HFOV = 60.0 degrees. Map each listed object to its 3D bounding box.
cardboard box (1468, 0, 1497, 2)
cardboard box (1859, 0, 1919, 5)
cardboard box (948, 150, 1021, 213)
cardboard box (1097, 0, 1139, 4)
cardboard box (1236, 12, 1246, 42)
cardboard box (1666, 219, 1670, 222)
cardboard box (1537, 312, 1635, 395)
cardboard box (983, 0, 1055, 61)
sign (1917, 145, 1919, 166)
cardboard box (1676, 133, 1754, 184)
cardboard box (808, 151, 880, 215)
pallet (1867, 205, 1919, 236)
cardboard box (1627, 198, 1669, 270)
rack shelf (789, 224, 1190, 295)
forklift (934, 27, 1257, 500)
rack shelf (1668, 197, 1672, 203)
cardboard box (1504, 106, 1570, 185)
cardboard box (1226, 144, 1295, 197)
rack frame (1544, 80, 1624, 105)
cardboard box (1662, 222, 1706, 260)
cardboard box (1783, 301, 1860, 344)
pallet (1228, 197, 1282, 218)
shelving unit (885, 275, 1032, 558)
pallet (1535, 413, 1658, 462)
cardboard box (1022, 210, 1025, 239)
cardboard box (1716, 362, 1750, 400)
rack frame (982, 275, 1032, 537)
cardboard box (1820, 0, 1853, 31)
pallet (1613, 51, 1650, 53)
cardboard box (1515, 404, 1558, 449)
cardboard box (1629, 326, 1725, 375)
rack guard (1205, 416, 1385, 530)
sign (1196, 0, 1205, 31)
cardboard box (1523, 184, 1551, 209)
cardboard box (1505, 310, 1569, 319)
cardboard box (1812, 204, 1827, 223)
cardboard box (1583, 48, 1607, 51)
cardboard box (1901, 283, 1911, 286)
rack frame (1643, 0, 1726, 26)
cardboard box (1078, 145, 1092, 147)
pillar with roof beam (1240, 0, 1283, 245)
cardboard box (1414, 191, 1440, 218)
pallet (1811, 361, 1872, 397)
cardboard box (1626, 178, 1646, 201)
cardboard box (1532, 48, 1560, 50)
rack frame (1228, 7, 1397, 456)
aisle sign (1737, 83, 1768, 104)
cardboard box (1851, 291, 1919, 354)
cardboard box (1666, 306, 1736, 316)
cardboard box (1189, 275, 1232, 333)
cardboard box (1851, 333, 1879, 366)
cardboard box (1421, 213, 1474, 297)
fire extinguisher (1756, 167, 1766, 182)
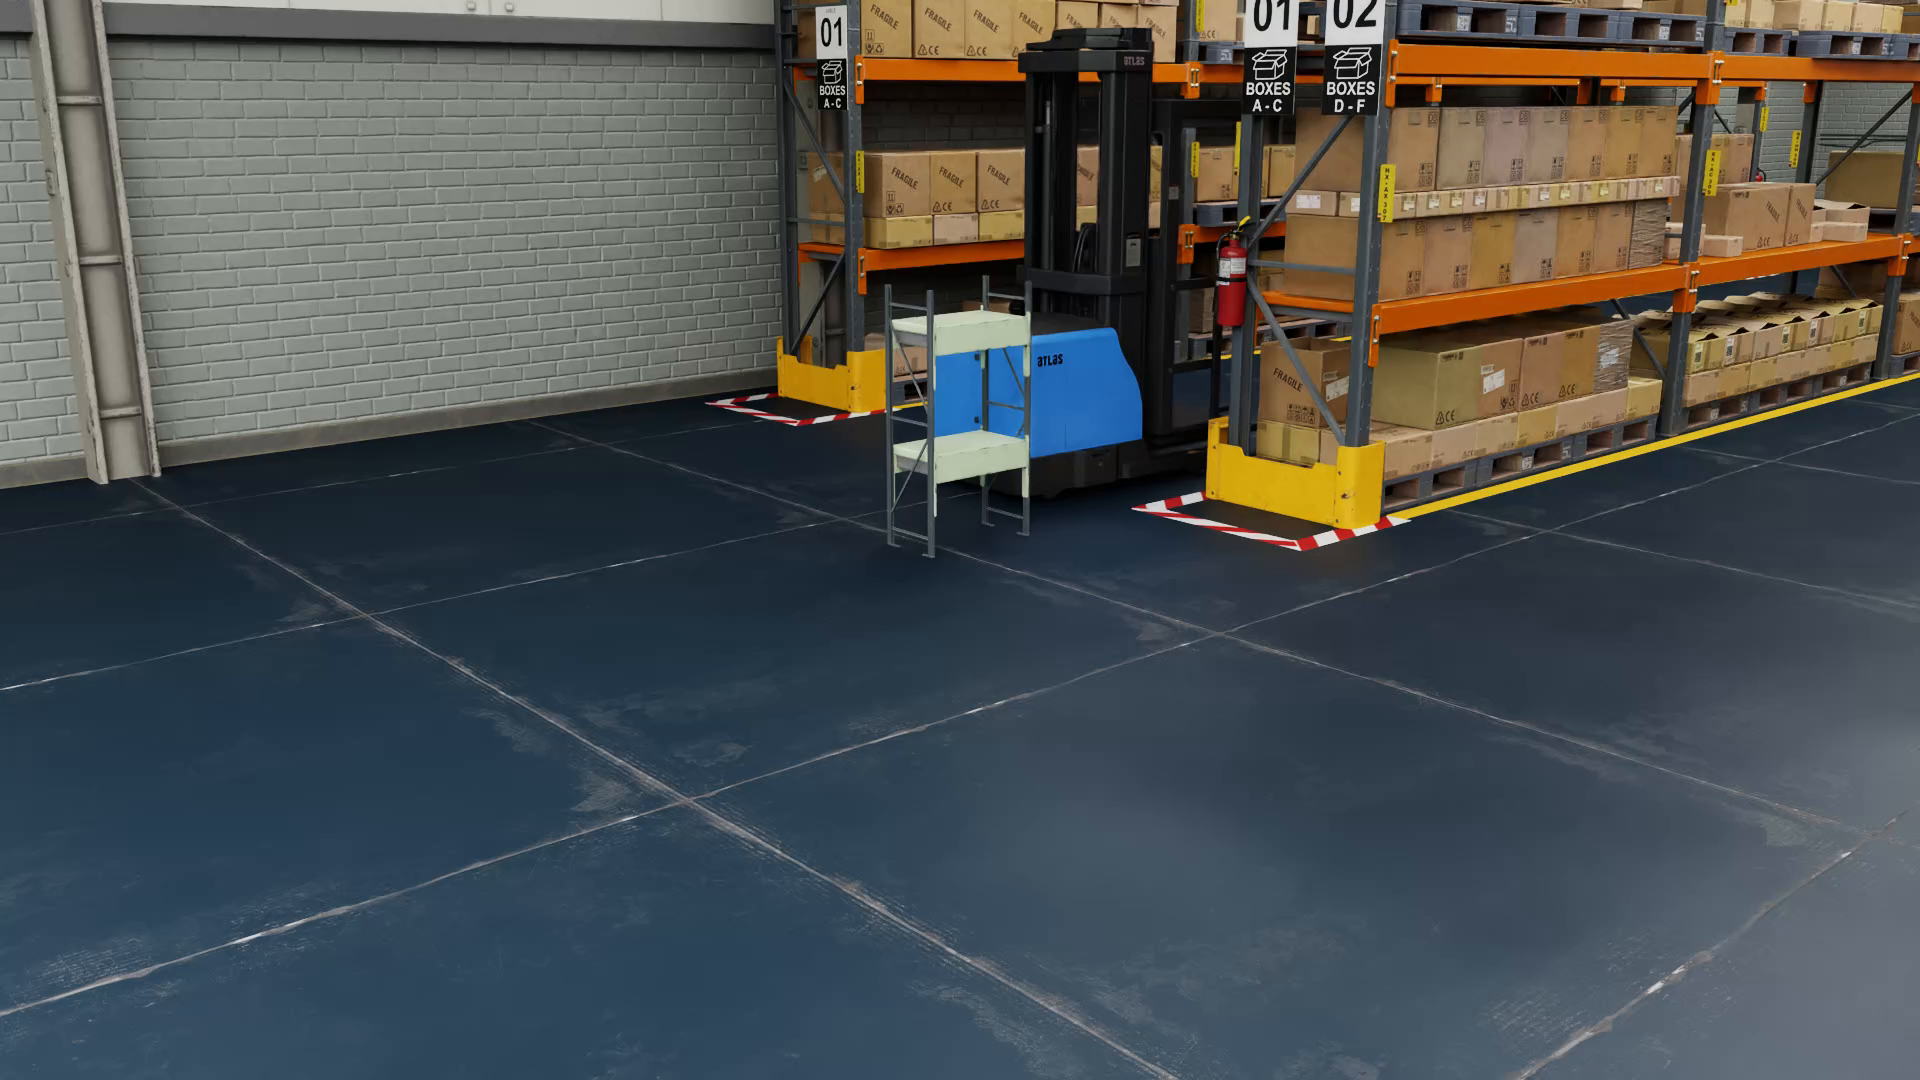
[{"bbox_3d":[3.104,-3.415,10.313,0.250,0.149,0.380,-13,19,-39],"label":"cardboard box"},{"bbox_3d":[8.469,-5.061,14.939,0.500,0.500,0.500,-13,19,-39],"label":"cardboard box"},{"bbox_3d":[0.177,-3.106,14.363,0.500,0.500,0.500,-13,20,-41],"label":"cardboard box"},{"bbox_3d":[1.255,-5.051,14.863,0.500,0.500,0.500,-11,19,-36],"label":"cardboard box"},{"bbox_3d":[2.793,-5.084,16.516,0.500,0.311,0.500,-12,19,-38],"label":"cardboard box"},{"bbox_3d":[9.654,-4.385,23.128,0.250,0.149,0.380,-12,19,-39],"label":"cardboard box"},{"bbox_3d":[4.527,-1.363,12.101,0.500,0.500,0.500,-13,19,-39],"label":"cardboard box"},{"bbox_3d":[0.470,-4.399,14.360,0.500,0.500,0.500,-11,19,-36],"label":"cardboard box"},{"bbox_3d":[8.502,-3.459,14.644,0.005,0.325,0.100,-13,19,-39],"label":"sign"},{"bbox_3d":[10.538,-5.383,23.508,0.700,0.700,0.980,-12,19,-37],"label":"cardboard box"},{"bbox_3d":[-0.938,-3.037,14.104,0.500,0.500,0.500,-13,20,-40],"label":"cardboard box"},{"bbox_3d":[8.601,-3.043,15.702,1.003,0.211,1.213,-13,19,-39],"label":"pallet"},{"bbox_3d":[4.787,-2.302,12.360,0.500,0.500,0.700,-13,20,-41],"label":"cardboard box"},{"bbox_3d":[0.355,-2.607,15.092,4.000,0.370,1.077,-13,19,-39],"label":"rack shelf"},{"bbox_3d":[1.239,-1.962,11.416,3.031,2.935,1.130,-12,19,-38],"label":"forklift"},{"bbox_3d":[9.407,-4.640,22.702,4.000,0.370,1.077,-13,19,-39],"label":"rack shelf"},{"bbox_3d":[3.652,-2.673,11.238,0.500,0.500,0.700,-13,19,-39],"label":"cardboard box"},{"bbox_3d":[3.172,-3.845,17.285,0.500,0.500,0.700,-10,18,-32],"label":"cardboard box"},{"bbox_3d":[7.898,-4.649,21.341,0.127,3.000,1.000,-13,19,-39],"label":"rack frame"},{"bbox_3d":[5.461,-2.349,13.023,0.500,0.250,0.500,-11,19,-36],"label":"cardboard box"},{"bbox_3d":[7.514,-1.927,14.578,0.500,0.311,0.500,-13,20,-40],"label":"cardboard box"},{"bbox_3d":[3.414,-3.535,17.544,1.213,0.211,1.003,-13,19,-39],"label":"pallet"},{"bbox_3d":[-0.005,-0.723,9.552,0.755,1.500,0.431,-13,19,-39],"label":"shelving unit"},{"bbox_3d":[4.491,-0.856,12.545,1.213,0.211,1.003,-13,19,-39],"label":"pallet"},{"bbox_3d":[0.576,-2.835,14.803,0.500,0.250,0.500,-12,19,-39],"label":"cardboard box"},{"bbox_3d":[5.971,-1.311,13.358,0.500,0.250,0.500,-12,19,-38],"label":"cardboard box"},{"bbox_3d":[0.271,-0.785,9.784,0.023,1.500,0.400,-13,19,-39],"label":"rack frame"},{"bbox_3d":[7.008,-4.312,13.745,0.500,0.250,0.500,-13,20,-40],"label":"cardboard box"},{"bbox_3d":[8.522,-6.192,21.476,1.213,0.211,1.003,-13,19,-39],"label":"pallet"},{"bbox_3d":[3.784,-0.828,11.551,0.500,0.250,0.500,-13,19,-39],"label":"cardboard box"},{"bbox_3d":[5.593,-1.497,12.968,0.500,0.311,0.500,-13,19,-39],"label":"cardboard box"},{"bbox_3d":[2.082,-0.440,10.430,0.348,0.500,1.175,-13,19,-39],"label":"rack guard"},{"bbox_3d":[2.225,-4.888,15.423,0.005,0.325,0.100,-13,19,-39],"label":"sign"},{"bbox_3d":[3.698,-2.299,11.092,0.250,0.149,0.380,-12,19,-39],"label":"cardboard box"},{"bbox_3d":[4.191,-1.463,12.474,0.500,0.500,0.500,-13,19,-39],"label":"cardboard box"},{"bbox_3d":[7.334,-2.850,14.781,0.500,0.311,0.500,-13,20,-40],"label":"cardboard box"},{"bbox_3d":[8.261,-6.438,21.511,0.500,0.250,0.500,-12,19,-39],"label":"cardboard box"},{"bbox_3d":[9.078,-2.304,16.554,0.500,0.500,0.500,-14,20,-41],"label":"cardboard box"},{"bbox_3d":[5.118,-5.228,11.885,0.127,3.000,1.000,-13,19,-39],"label":"rack frame"},{"bbox_3d":[0.979,-3.467,15.716,0.500,0.500,0.500,-13,20,-40],"label":"cardboard box"},{"bbox_3d":[6.158,-5.980,14.698,0.400,9.000,9.100,-13,19,-39],"label":"pillar with roof beam"},{"bbox_3d":[2.735,-2.084,10.287,0.250,0.149,0.380,-13,20,-41],"label":"cardboard box"},{"bbox_3d":[7.489,-1.528,15.062,1.213,0.211,1.003,-13,19,-39],"label":"pallet"},{"bbox_3d":[4.670,-2.517,11.911,0.250,0.149,0.380,-13,20,-41],"label":"cardboard box"},{"bbox_3d":[6.785,-6.124,20.006,0.500,0.500,0.700,-13,20,-40],"label":"cardboard box"},{"bbox_3d":[2.100,-1.652,10.122,0.127,3.000,1.000,-13,19,-39],"label":"rack frame"},{"bbox_3d":[11.167,-6.536,23.369,0.004,0.787,0.394,-13,19,-39],"label":"aisle sign"},{"bbox_3d":[8.666,-2.034,15.542,0.500,0.500,0.500,-12,19,-37],"label":"cardboard box"},{"bbox_3d":[6.383,-1.857,14.319,0.500,0.311,0.500,-13,20,-40],"label":"cardboard box"},{"bbox_3d":[2.408,-2.426,17.012,0.500,0.500,0.700,-12,19,-38],"label":"cardboard box"},{"bbox_3d":[7.899,-1.745,14.985,0.500,0.250,0.500,-12,19,-38],"label":"cardboard box"},{"bbox_3d":[2.854,-1.867,10.733,0.500,0.500,0.700,-12,19,-38],"label":"cardboard box"},{"bbox_3d":[11.333,-5.044,23.695,0.183,0.674,0.296,-13,19,-39],"label":"fire extinguisher"}]
